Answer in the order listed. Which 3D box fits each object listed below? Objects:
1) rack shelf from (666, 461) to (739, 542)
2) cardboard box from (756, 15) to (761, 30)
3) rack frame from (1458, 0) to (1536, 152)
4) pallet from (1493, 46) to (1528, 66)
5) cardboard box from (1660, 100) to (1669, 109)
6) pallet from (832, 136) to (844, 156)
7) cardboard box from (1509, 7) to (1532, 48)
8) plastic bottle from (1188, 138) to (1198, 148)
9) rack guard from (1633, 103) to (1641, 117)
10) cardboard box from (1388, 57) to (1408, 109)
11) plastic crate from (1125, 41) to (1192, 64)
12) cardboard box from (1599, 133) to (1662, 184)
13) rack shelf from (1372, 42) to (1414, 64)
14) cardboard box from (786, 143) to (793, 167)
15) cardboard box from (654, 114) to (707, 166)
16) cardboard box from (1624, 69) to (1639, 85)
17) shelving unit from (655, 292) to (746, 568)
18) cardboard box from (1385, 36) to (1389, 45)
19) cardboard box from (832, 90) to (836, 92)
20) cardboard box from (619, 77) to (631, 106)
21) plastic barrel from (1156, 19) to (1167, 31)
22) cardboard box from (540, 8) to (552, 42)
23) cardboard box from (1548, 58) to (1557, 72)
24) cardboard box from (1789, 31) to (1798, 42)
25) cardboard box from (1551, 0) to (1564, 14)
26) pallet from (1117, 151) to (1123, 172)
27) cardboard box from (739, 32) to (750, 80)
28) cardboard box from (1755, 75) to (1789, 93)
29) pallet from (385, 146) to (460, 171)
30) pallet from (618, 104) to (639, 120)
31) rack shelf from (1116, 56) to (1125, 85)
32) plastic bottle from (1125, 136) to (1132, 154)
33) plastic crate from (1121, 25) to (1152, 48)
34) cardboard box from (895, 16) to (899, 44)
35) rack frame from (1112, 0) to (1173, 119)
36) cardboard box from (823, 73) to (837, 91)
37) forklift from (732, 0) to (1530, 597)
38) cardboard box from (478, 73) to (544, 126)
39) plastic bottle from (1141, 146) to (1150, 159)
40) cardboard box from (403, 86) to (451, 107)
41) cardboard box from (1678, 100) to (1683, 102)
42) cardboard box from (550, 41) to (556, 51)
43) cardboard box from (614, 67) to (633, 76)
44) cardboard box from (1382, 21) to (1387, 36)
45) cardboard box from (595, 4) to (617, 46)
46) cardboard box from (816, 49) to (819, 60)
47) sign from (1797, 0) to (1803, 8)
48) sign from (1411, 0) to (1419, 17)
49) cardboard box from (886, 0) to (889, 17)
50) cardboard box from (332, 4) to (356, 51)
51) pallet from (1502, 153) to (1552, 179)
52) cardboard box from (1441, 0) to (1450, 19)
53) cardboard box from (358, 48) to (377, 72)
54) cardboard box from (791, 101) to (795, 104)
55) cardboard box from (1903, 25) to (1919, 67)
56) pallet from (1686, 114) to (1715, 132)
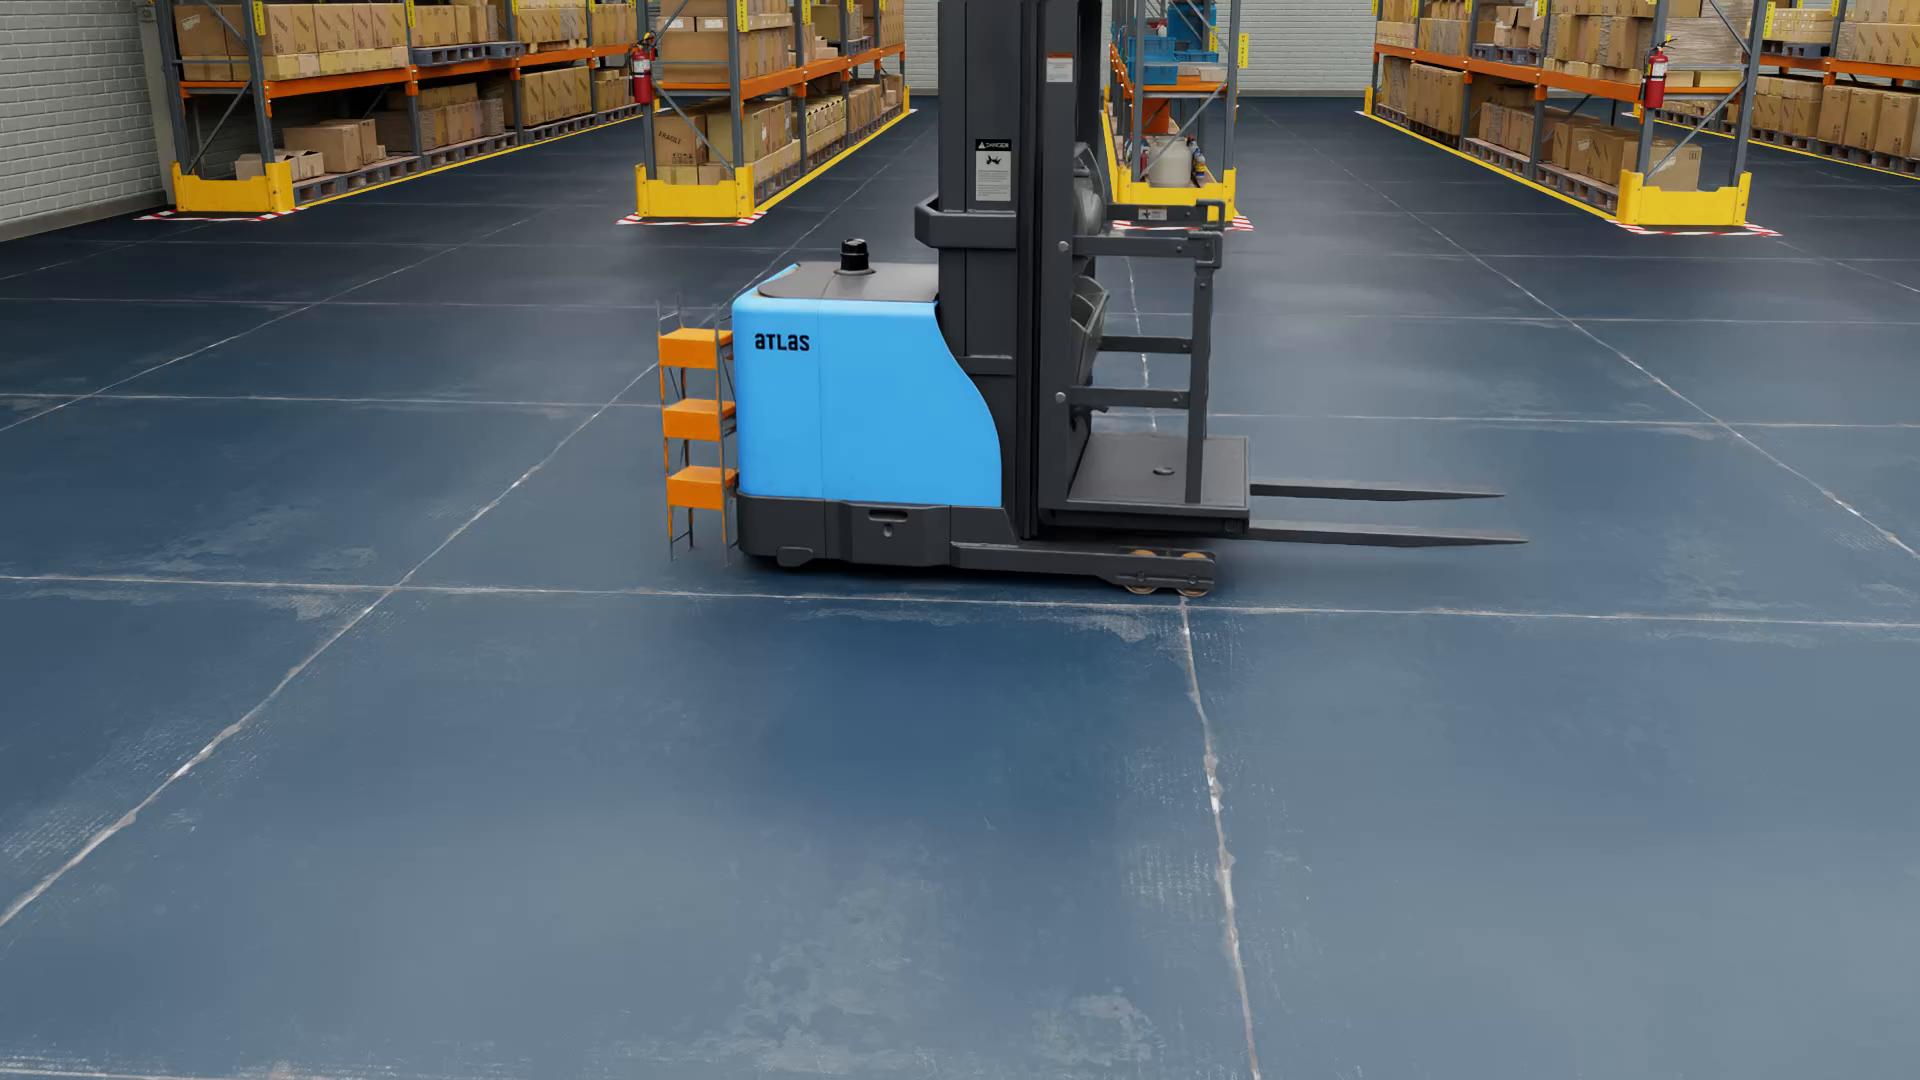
[{"bbox_3d":[-1.012,-0.156,6.639,0.240,0.259,0.215,5,19,16],"label":"rack shelf"},{"bbox_3d":[-2.384,-5.659,18.175,0.380,0.149,0.250,1,18,3],"label":"cardboard box"},{"bbox_3d":[7.737,-7.049,23.618,1.000,3.000,0.127,1,18,4],"label":"rack frame"},{"bbox_3d":[7.636,-6.342,21.768,1.003,0.211,1.213,1,18,4],"label":"pallet"},{"bbox_3d":[12.818,-7.843,29.946,0.380,0.149,0.250,2,18,5],"label":"cardboard box"},{"bbox_3d":[-2.241,-5.691,23.953,1.003,0.211,1.213,1,18,4],"label":"pallet"},{"bbox_3d":[7.483,-6.596,21.394,0.797,0.503,0.637,3,18,10],"label":"cardboard box"},{"bbox_3d":[2.715,-4.501,19.390,0.144,0.351,0.185,1,18,4],"label":"plastic bottle"},{"bbox_3d":[13.245,-8.180,31.084,1.175,0.500,0.348,1,18,4],"label":"rack guard"},{"bbox_3d":[8.279,-8.240,29.991,0.875,0.875,0.875,1,18,4],"label":"cardboard box"},{"bbox_3d":[2.346,-5.728,19.686,0.767,0.338,0.504,1,18,4],"label":"plastic crate"},{"bbox_3d":[7.298,-4.150,18.111,0.500,0.500,0.500,3,18,9],"label":"cardboard box"},{"bbox_3d":[8.167,-8.570,29.417,1.077,0.370,4.000,1,18,4],"label":"rack shelf"},{"bbox_3d":[-2.291,-4.618,19.940,0.500,0.250,0.500,1,18,4],"label":"cardboard box"},{"bbox_3d":[-2.975,-4.209,17.488,0.500,0.500,0.500,1,18,4],"label":"cardboard box"},{"bbox_3d":[6.963,-4.694,16.836,0.380,0.149,0.250,1,18,4],"label":"cardboard box"},{"bbox_3d":[-1.012,-0.430,6.549,0.252,1.050,0.215,5,19,16],"label":"shelving unit"},{"bbox_3d":[7.884,-8.992,29.951,0.380,0.149,0.250,1,18,3],"label":"cardboard box"},{"bbox_3d":[-2.242,-6.912,26.508,0.500,0.500,0.500,1,18,2],"label":"cardboard box"},{"bbox_3d":[-6.533,-8.346,30.915,0.700,0.500,0.500,1,18,2],"label":"cardboard box"},{"bbox_3d":[3.066,-7.073,23.473,0.600,0.536,0.708,1,18,4],"label":"plastic barrel"},{"bbox_3d":[-6.711,-8.041,25.974,0.500,0.500,0.500,1,18,4],"label":"cardboard box"},{"bbox_3d":[7.104,-5.550,19.446,0.380,0.149,0.250,1,18,4],"label":"cardboard box"},{"bbox_3d":[12.292,-7.307,24.136,0.380,0.149,0.250,2,18,5],"label":"cardboard box"},{"bbox_3d":[7.165,-6.336,19.200,0.500,0.500,0.500,1,18,4],"label":"cardboard box"},{"bbox_3d":[2.528,-4.837,21.345,1.003,0.211,1.213,1,18,4],"label":"pallet"},{"bbox_3d":[-2.638,-5.142,17.637,0.700,0.500,0.500,2,18,5],"label":"cardboard box"},{"bbox_3d":[12.612,-7.128,25.995,0.500,0.250,0.500,2,18,5],"label":"cardboard box"},{"bbox_3d":[-7.317,-5.055,22.011,1.003,0.211,1.213,1,18,4],"label":"pallet"},{"bbox_3d":[-6.580,-7.912,30.730,1.003,0.211,1.213,1,18,4],"label":"pallet"},{"bbox_3d":[2.654,-6.196,22.171,1.077,0.370,4.000,1,18,4],"label":"rack shelf"},{"bbox_3d":[2.038,-4.626,19.771,0.144,0.351,0.185,2,18,5],"label":"plastic bottle"},{"bbox_3d":[2.376,-6.695,22.434,0.402,0.464,0.583,1,18,4],"label":"plastic crate"},{"bbox_3d":[-1.405,-9.342,30.456,0.500,0.500,0.500,1,18,4],"label":"cardboard box"},{"bbox_3d":[3.084,-8.402,27.746,1.000,3.000,0.127,1,18,4],"label":"rack frame"},{"bbox_3d":[-2.241,-7.280,26.426,0.500,0.250,0.500,1,18,3],"label":"cardboard box"},{"bbox_3d":[0.684,-1.355,6.351,3.031,2.935,1.130,3,18,9],"label":"forklift"},{"bbox_3d":[-6.901,-6.784,25.587,0.750,0.750,0.750,1,18,3],"label":"cardboard box"},{"bbox_3d":[2.144,-4.404,19.214,0.152,0.276,0.135,1,18,4],"label":"plastic bottle"},{"bbox_3d":[-7.273,-6.043,22.652,0.500,0.250,0.500,1,18,2],"label":"cardboard box"},{"bbox_3d":[12.923,-7.812,29.372,0.380,0.149,0.250,2,18,7],"label":"cardboard box"},{"bbox_3d":[-6.705,-7.926,26.665,0.380,0.149,0.250,2,18,6],"label":"cardboard box"},{"bbox_3d":[-6.307,-8.842,31.389,0.380,0.149,0.250,2,18,5],"label":"cardboard box"},{"bbox_3d":[7.976,-9.299,30.248,0.500,0.250,0.500,1,18,3],"label":"cardboard box"},{"bbox_3d":[-6.685,-9.160,29.579,0.980,0.700,0.700,1,18,3],"label":"cardboard box"},{"bbox_3d":[-2.179,-6.754,23.123,0.380,0.149,0.250,3,18,8],"label":"cardboard box"},{"bbox_3d":[13.518,-8.688,26.761,0.100,0.325,0.005,1,18,4],"label":"sign"},{"bbox_3d":[7.470,-8.752,27.298,0.100,0.325,0.005,1,18,4],"label":"sign"},{"bbox_3d":[-1.506,-9.336,28.833,0.500,0.500,0.500,1,18,2],"label":"cardboard box"},{"bbox_3d":[-7.210,-5.806,18.830,0.500,0.500,0.500,2,18,6],"label":"cardboard box"},{"bbox_3d":[7.505,-4.723,20.999,1.003,0.211,1.213,1,18,4],"label":"pallet"},{"bbox_3d":[7.926,-8.404,25.982,0.797,0.503,0.637,1,18,5],"label":"cardboard box"},{"bbox_3d":[-7.168,-5.611,19.440,0.500,0.250,0.500,1,18,4],"label":"cardboard box"},{"bbox_3d":[-2.542,-5.953,23.113,0.500,0.311,0.500,1,18,2],"label":"cardboard box"},{"bbox_3d":[12.234,-6.194,20.848,0.500,0.500,0.500,1,18,4],"label":"cardboard box"},{"bbox_3d":[12.977,-7.033,28.049,1.003,0.211,1.213,1,18,4],"label":"pallet"}]
